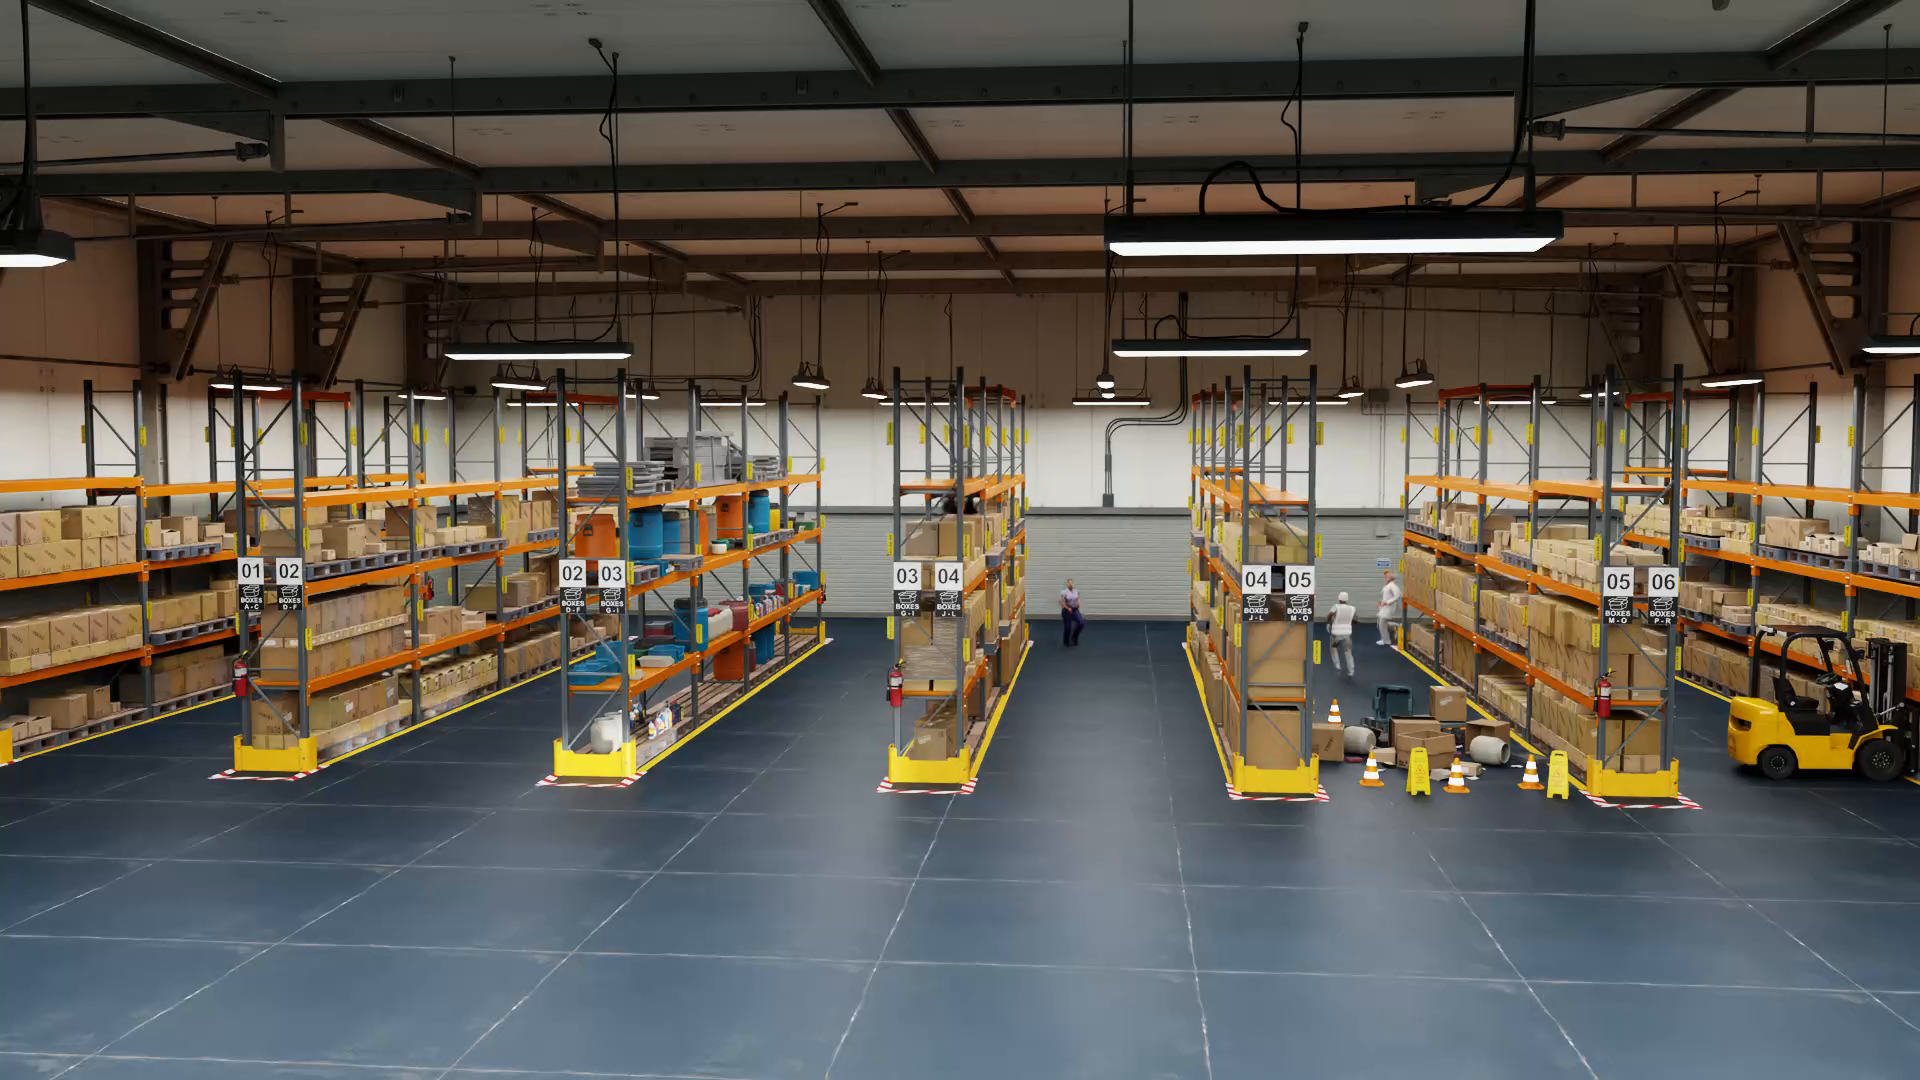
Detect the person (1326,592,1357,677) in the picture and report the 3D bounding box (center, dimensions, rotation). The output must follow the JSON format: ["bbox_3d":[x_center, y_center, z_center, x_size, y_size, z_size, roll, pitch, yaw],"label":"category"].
[{"bbox_3d":[7.890,1.972,34.421,0.692,1.796,0.889,0,4,0],"label":"person"}]

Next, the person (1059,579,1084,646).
[{"bbox_3d":[2.665,1.729,39.650,0.623,1.616,0.607,-2,4,-26],"label":"person"}]

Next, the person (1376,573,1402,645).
[{"bbox_3d":[10.366,1.653,40.065,0.678,1.736,0.710,0,4,-3],"label":"person"}]

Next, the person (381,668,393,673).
[{"bbox_3d":[-11.119,2.135,31.956,0.700,1.772,0.962,0,4,7],"label":"person"}]
